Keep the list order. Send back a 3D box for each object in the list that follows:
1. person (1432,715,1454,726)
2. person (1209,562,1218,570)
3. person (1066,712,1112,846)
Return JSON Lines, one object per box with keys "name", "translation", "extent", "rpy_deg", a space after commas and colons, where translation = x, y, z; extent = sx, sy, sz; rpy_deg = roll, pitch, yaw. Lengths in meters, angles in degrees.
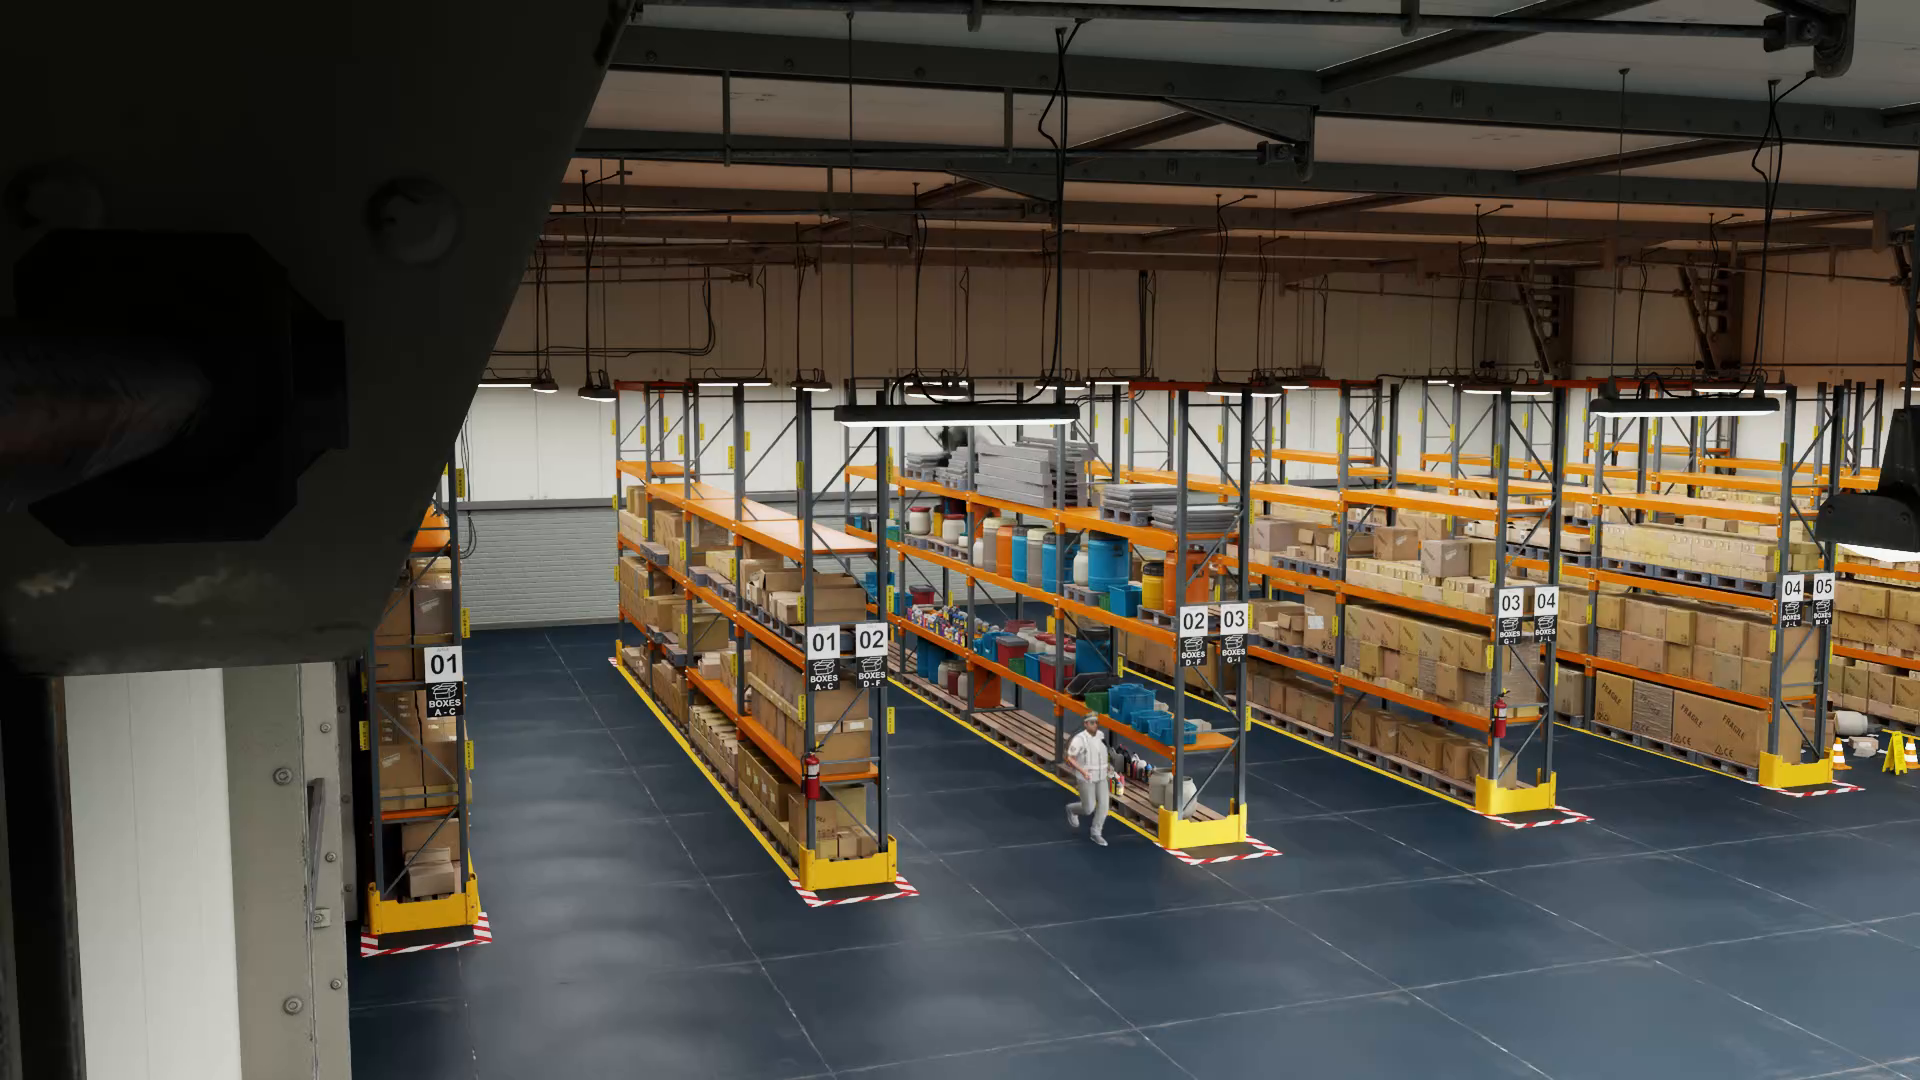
{"name": "person", "translation": [8.540, 2.463, 28.938], "extent": [0.636, 1.588, 0.744], "rpy_deg": [-4, 7, -33]}
{"name": "person", "translation": [6.158, 1.218, 40.404], "extent": [0.700, 1.734, 0.616], "rpy_deg": [4, 7, 33]}
{"name": "person", "translation": [1.733, 3.134, 22.130], "extent": [0.663, 1.758, 0.752], "rpy_deg": [-4, 7, -30]}
